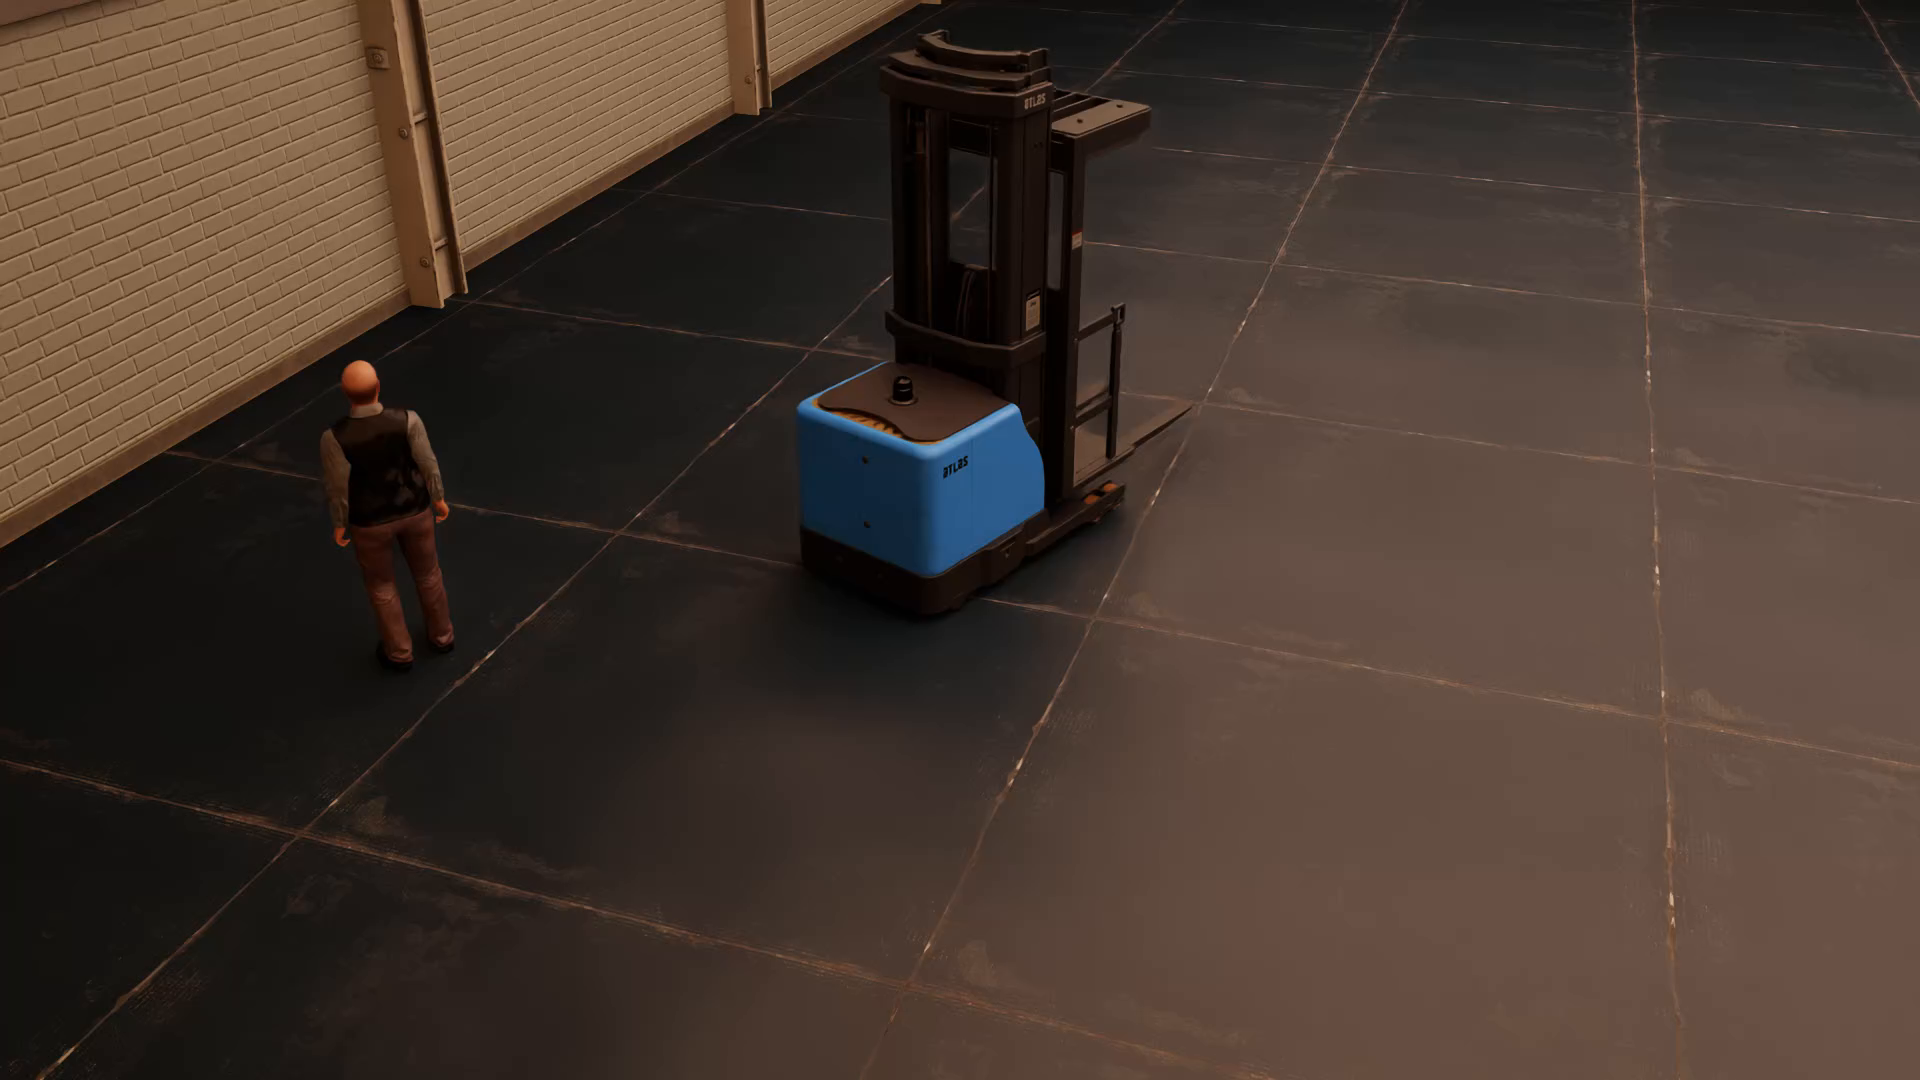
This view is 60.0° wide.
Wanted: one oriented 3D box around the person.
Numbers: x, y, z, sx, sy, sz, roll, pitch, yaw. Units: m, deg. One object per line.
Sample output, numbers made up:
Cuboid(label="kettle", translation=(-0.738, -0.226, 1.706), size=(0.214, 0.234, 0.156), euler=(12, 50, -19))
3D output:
Cuboid(label="person", translation=(-2.954, -0.137, 8.599), size=(0.591, 1.725, 0.392), euler=(-17, 34, -28))

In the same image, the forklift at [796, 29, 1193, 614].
Cuboid(label="forklift", translation=(0.379, -1.524, 9.809), size=(1.130, 2.935, 3.031), euler=(22, 36, 33))
